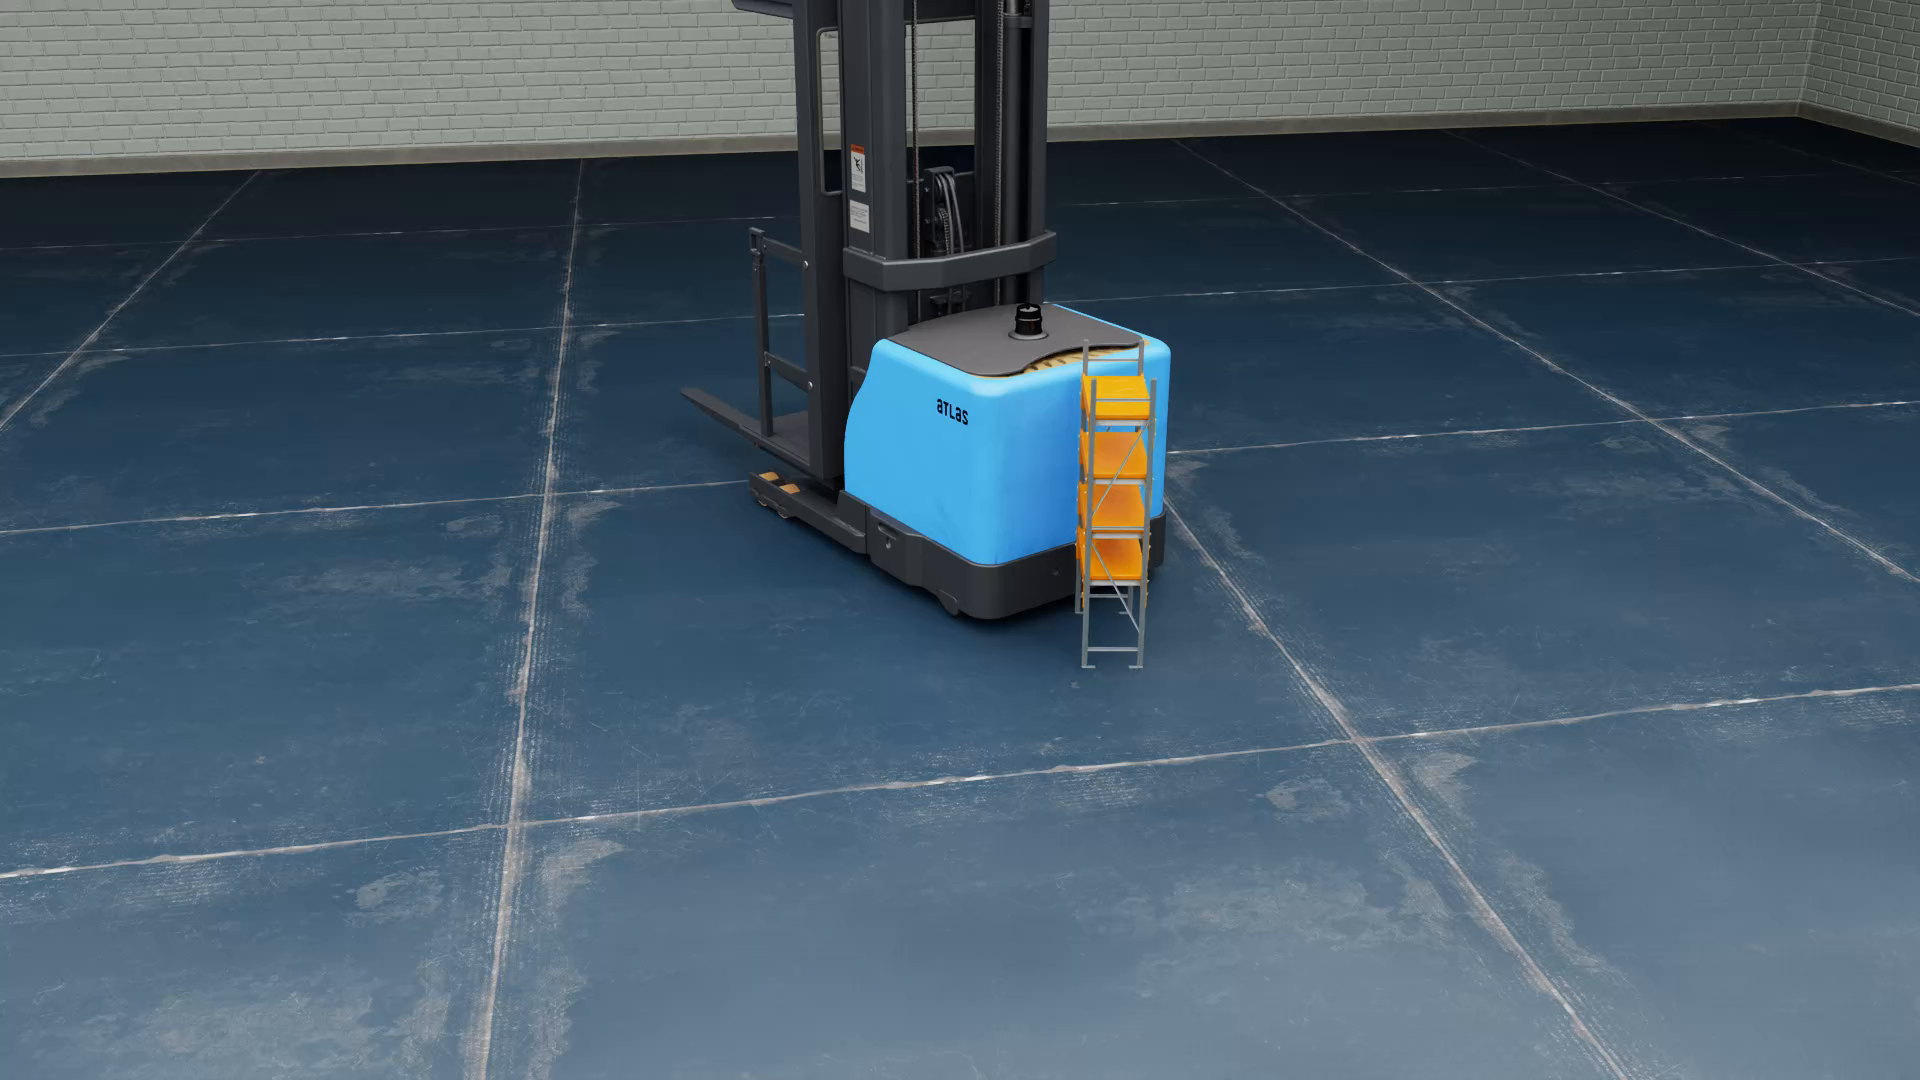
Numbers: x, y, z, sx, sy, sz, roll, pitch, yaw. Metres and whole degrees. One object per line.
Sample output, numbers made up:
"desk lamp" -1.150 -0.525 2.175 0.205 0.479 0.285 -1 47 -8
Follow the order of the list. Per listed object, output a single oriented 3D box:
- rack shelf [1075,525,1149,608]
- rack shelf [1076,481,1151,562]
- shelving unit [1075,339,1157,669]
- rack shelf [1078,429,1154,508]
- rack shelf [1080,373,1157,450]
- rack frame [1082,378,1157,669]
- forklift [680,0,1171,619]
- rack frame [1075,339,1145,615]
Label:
"rack shelf" 0.605 0.103 6.679 0.258 0.148 0.480 0 24 1
"rack shelf" 0.605 -0.079 6.600 0.258 0.148 0.480 0 24 1
"shelving unit" 0.605 -0.141 6.573 0.258 1.200 0.503 0 24 1
"rack shelf" 0.605 -0.284 6.510 0.258 0.148 0.480 0 24 1
"rack shelf" 0.605 -0.501 6.415 0.258 0.148 0.480 0 24 1
"rack frame" 0.602 -0.043 6.349 0.240 1.200 0.015 0 24 1
"forklift" -0.371 -1.547 7.631 1.130 2.935 3.031 -16 28 -33
"rack frame" 0.607 -0.238 6.796 0.240 1.200 0.015 0 24 1
